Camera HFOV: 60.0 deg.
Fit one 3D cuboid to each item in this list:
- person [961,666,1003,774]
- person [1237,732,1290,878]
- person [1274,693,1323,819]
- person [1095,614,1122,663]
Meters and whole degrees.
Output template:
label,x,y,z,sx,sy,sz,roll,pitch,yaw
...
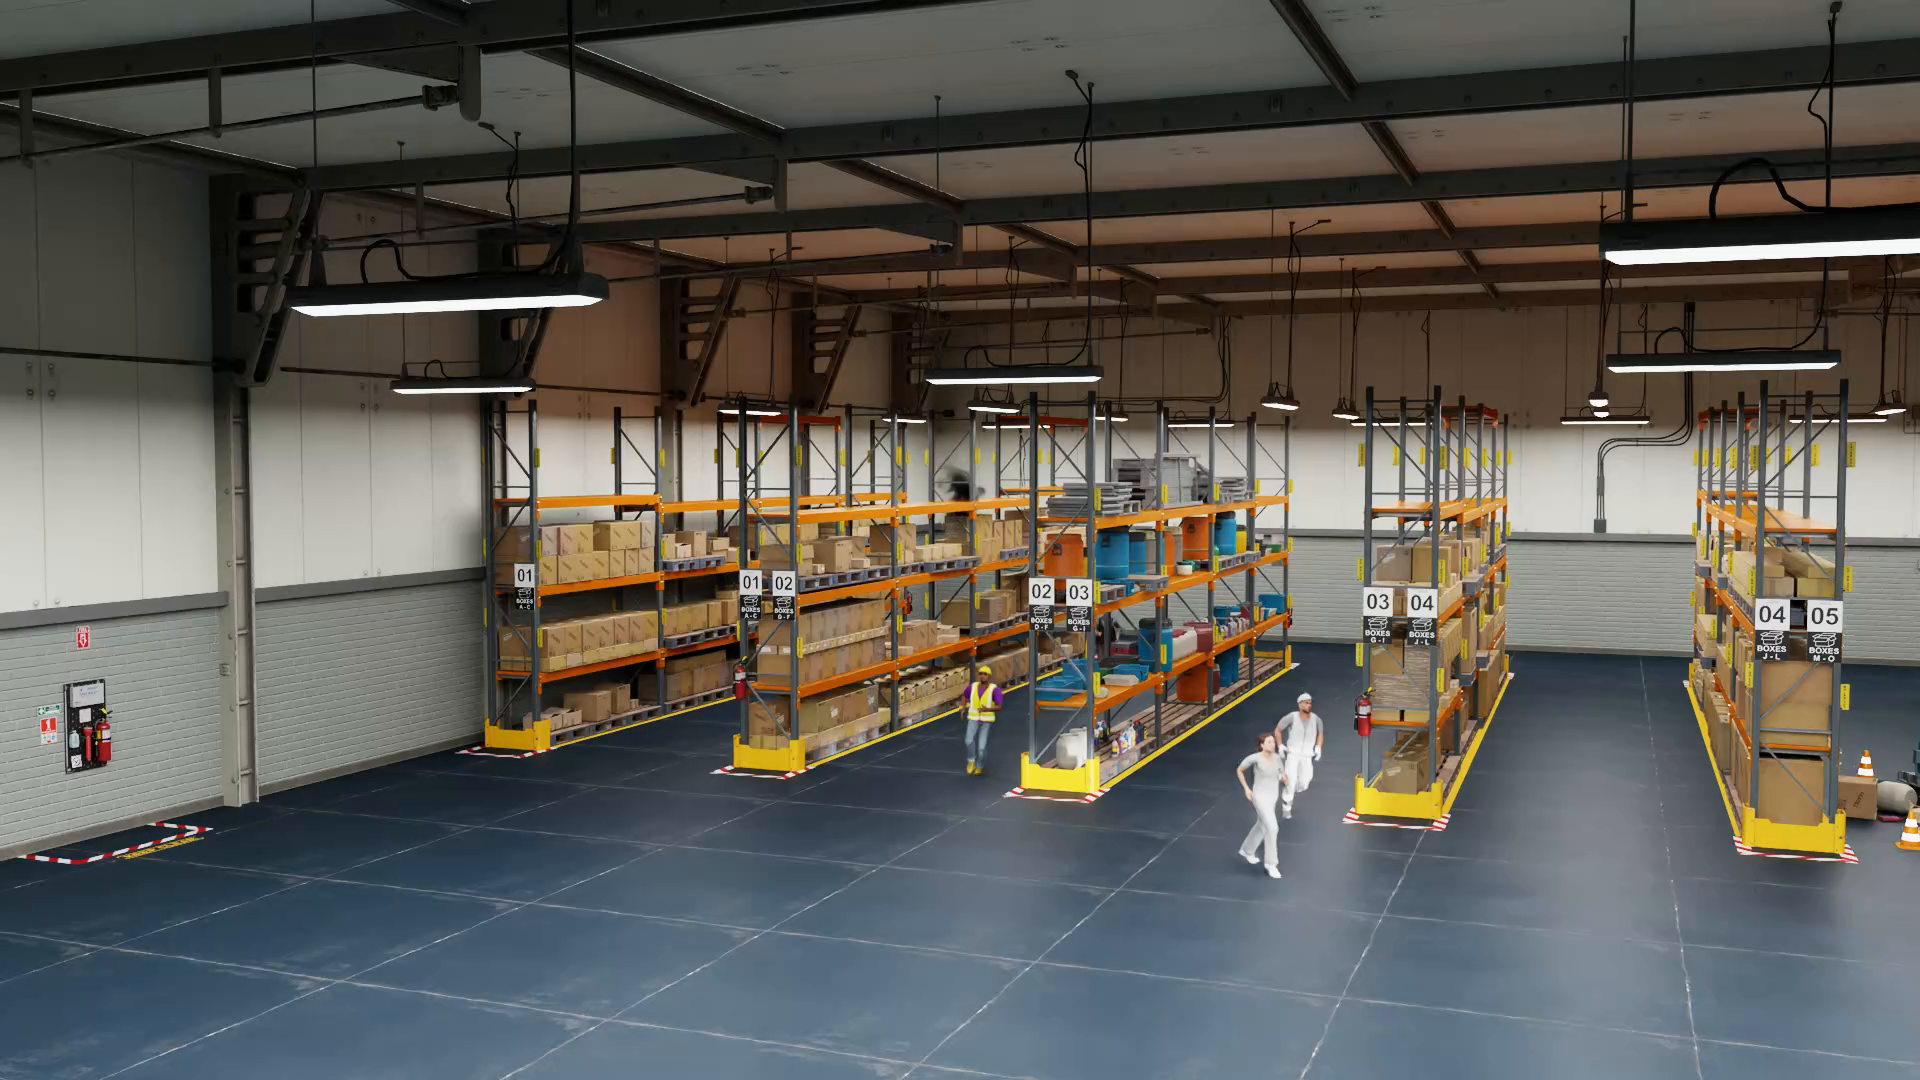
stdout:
label,x,y,z,sx,sy,sz,roll,pitch,yaw
person,0.332,2.844,26.191,0.689,1.720,0.636,0,3,8
person,3.678,3.174,20.172,0.554,1.716,0.777,-2,3,-36
person,4.748,3.000,23.279,0.709,1.732,0.575,0,3,-3
person,3.219,2.332,36.798,0.628,1.725,0.694,1,3,17
